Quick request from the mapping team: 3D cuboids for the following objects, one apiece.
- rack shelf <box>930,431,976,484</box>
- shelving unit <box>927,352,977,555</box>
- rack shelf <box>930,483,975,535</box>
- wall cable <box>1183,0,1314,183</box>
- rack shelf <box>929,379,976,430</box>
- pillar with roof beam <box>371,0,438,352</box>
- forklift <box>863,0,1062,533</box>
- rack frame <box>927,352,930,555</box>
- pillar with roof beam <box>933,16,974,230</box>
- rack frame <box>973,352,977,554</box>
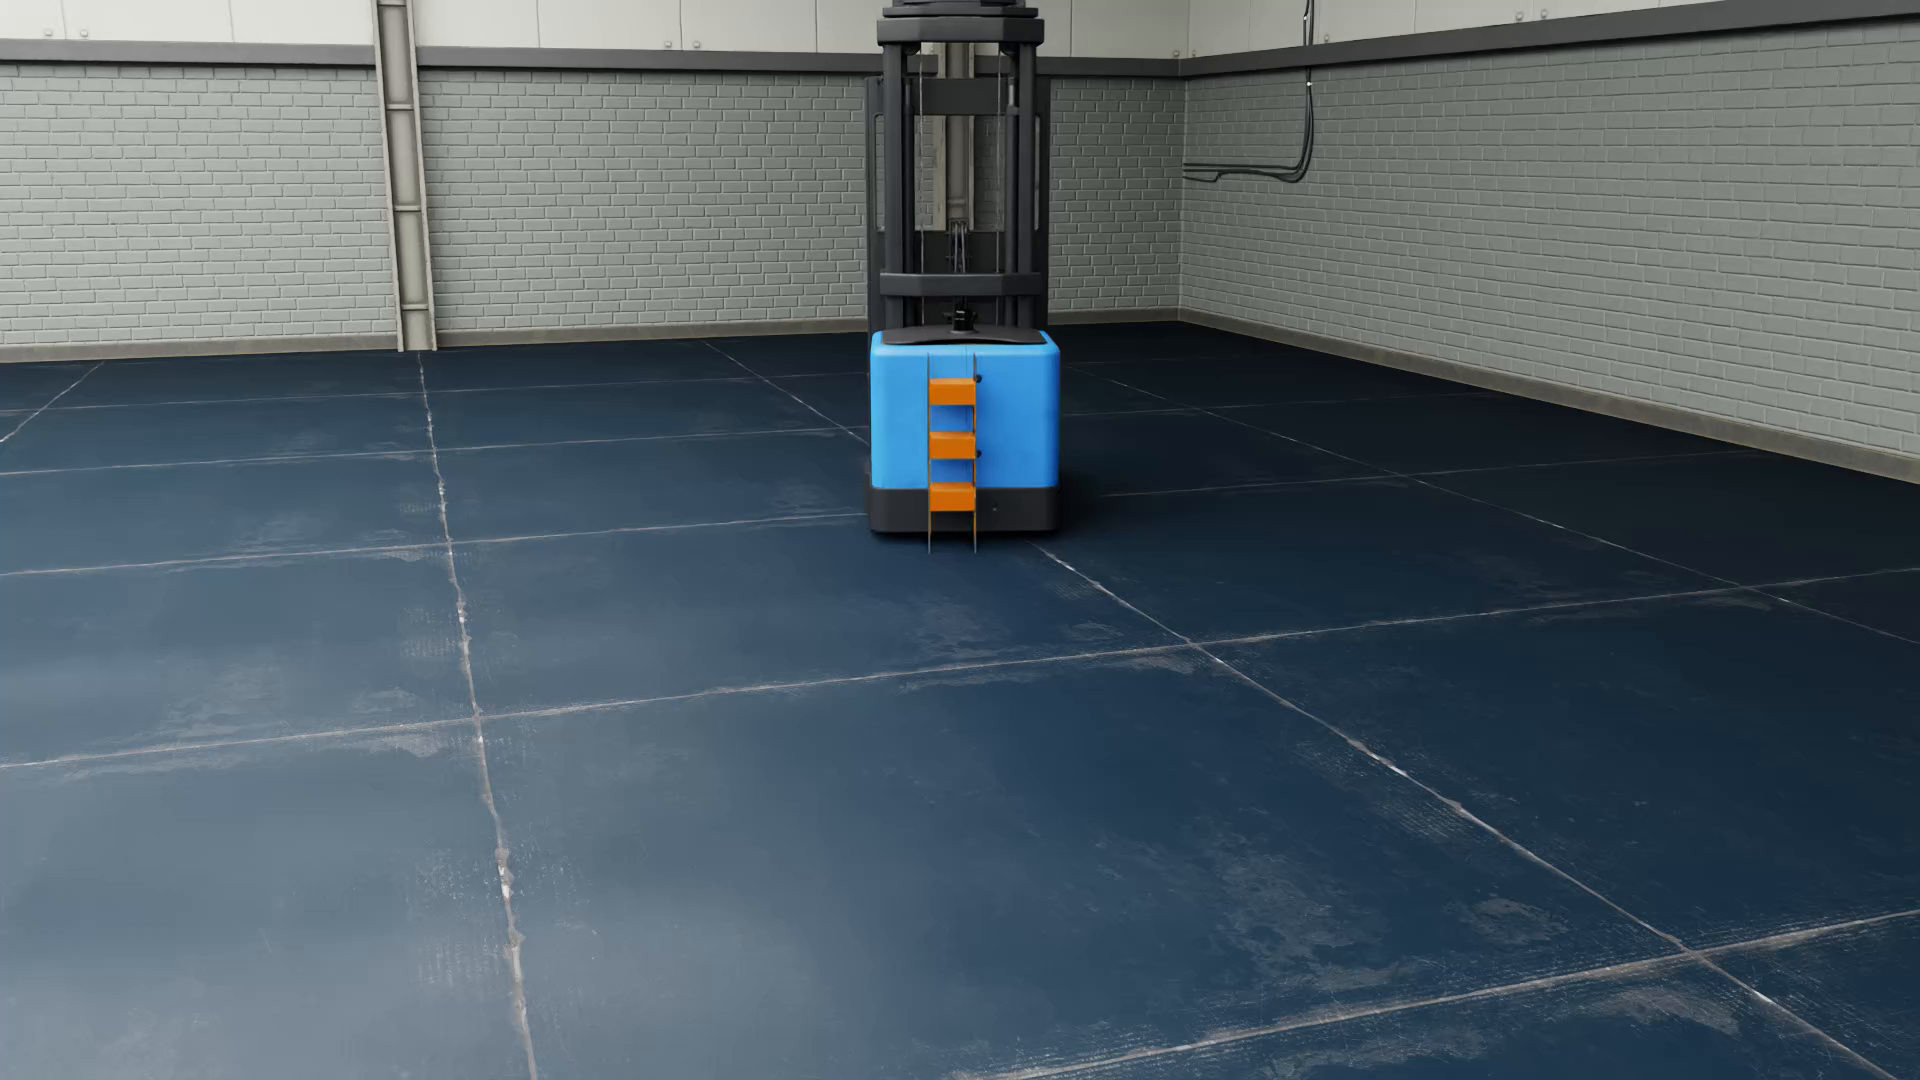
[{"bbox_3d":[-0.043,-0.446,8.795,0.240,0.259,0.215,-1,13,-2],"label":"rack shelf"},{"bbox_3d":[-0.043,-0.456,8.793,0.252,1.050,0.215,-1,13,-2],"label":"shelving unit"},{"bbox_3d":[-0.043,-0.176,8.860,0.240,0.259,0.215,-1,13,-2],"label":"rack shelf"},{"bbox_3d":[3.140,-5.264,18.538,0.112,2.526,3.097,-4,14,-18],"label":"wall cable"},{"bbox_3d":[-0.043,-0.722,8.730,0.240,0.259,0.215,-1,13,-2],"label":"rack shelf"},{"bbox_3d":[-4.387,-5.460,12.652,0.400,9.000,9.100,-4,14,-18],"label":"pillar with roof beam"},{"bbox_3d":[-0.025,-1.751,10.171,1.130,2.935,3.031,-1,13,-2],"label":"forklift"},{"bbox_3d":[-0.165,-0.455,8.788,0.008,1.050,0.200,-1,13,-2],"label":"rack frame"},{"bbox_3d":[1.300,-5.903,14.514,0.400,9.000,9.100,-4,14,-18],"label":"pillar with roof beam"},{"bbox_3d":[0.079,-0.458,8.798,0.008,1.050,0.200,-1,13,-2],"label":"rack frame"}]
